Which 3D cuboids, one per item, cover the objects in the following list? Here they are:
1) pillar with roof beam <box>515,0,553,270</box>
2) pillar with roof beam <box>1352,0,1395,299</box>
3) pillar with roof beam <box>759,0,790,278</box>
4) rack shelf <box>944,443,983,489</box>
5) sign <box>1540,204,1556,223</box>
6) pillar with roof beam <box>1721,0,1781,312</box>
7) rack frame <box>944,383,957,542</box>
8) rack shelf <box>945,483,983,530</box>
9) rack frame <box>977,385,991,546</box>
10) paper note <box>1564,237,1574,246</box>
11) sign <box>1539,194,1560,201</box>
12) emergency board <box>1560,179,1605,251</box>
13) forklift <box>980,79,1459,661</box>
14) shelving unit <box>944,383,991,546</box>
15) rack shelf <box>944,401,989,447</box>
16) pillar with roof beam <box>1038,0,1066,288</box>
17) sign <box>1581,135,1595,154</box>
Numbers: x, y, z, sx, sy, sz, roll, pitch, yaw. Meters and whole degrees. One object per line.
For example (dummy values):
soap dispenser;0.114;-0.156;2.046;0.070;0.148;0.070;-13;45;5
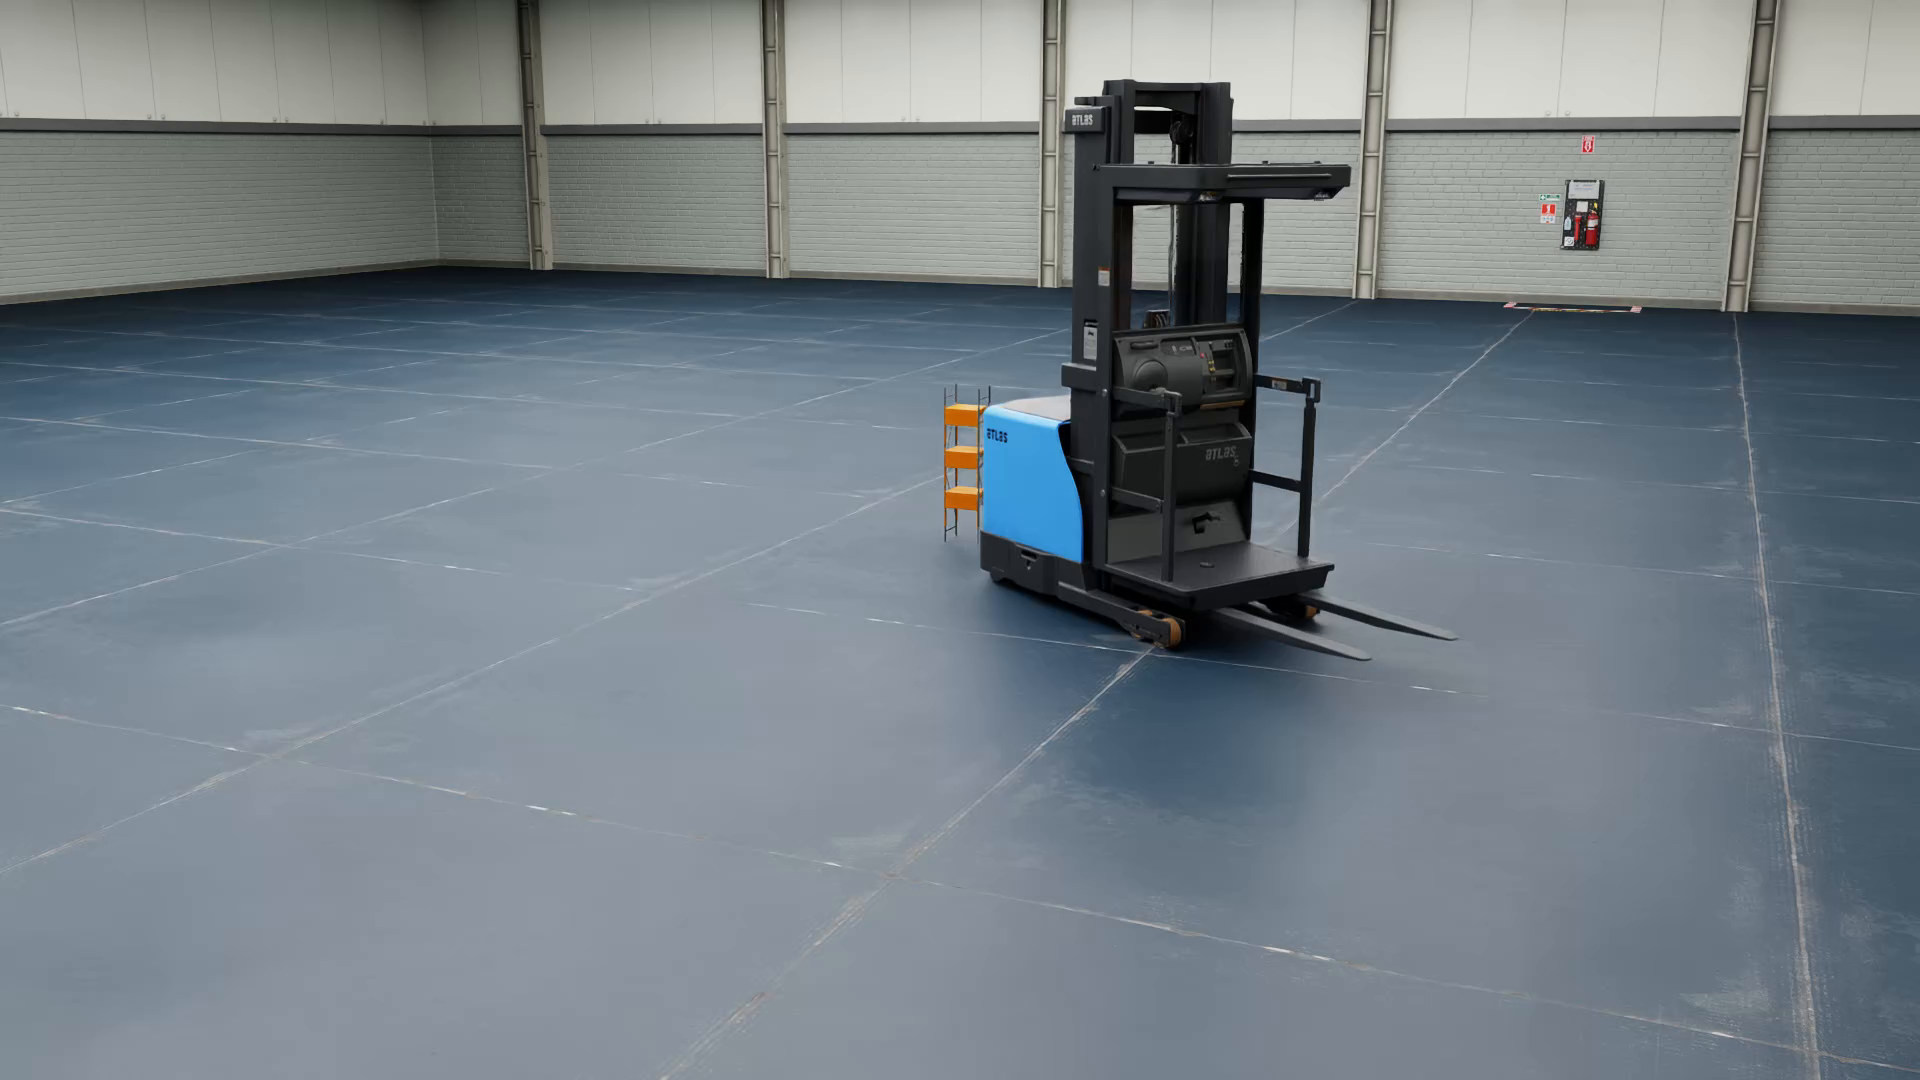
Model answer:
pillar with roof beam;-10.983;-9.464;31.887;0.400;9.000;9.100;6;14;23
pillar with roof beam;5.475;-7.798;24.789;0.400;9.000;9.100;6;14;23
pillar with roof beam;-5.497;-8.908;29.521;0.400;9.000;9.100;6;14;23
rack shelf;0.049;-0.496;11.116;0.240;0.259;0.215;6;14;23
sign;9.996;-5.548;28.255;0.234;0.329;0.001;6;14;23
pillar with roof beam;10.960;-7.243;22.423;0.400;9.000;9.100;6;14;23
rack frame;-0.063;-0.517;11.162;0.008;1.050;0.200;6;14;23
rack shelf;0.049;-0.225;11.180;0.240;0.259;0.215;6;14;23
rack frame;0.160;-0.495;11.066;0.008;1.050;0.200;6;14;23
paper note;10.326;-5.060;28.181;0.142;0.148;0.016;6;14;23
sign;9.997;-5.804;28.184;0.331;0.109;0.001;6;14;23
emergency board;10.460;-5.458;27.949;0.643;1.169;0.194;6;14;23
forklift;1.356;-0.973;8.986;1.130;2.935;3.031;-9;16;-32
shelving unit;0.049;-0.506;11.114;0.252;1.050;0.215;6;14;23
rack shelf;0.049;-0.772;11.051;0.240;0.259;0.215;6;14;23
pillar with roof beam;-0.011;-8.353;27.155;0.400;9.000;9.100;6;14;23
sign;10.493;-6.608;27.776;0.199;0.298;0.001;6;14;23
